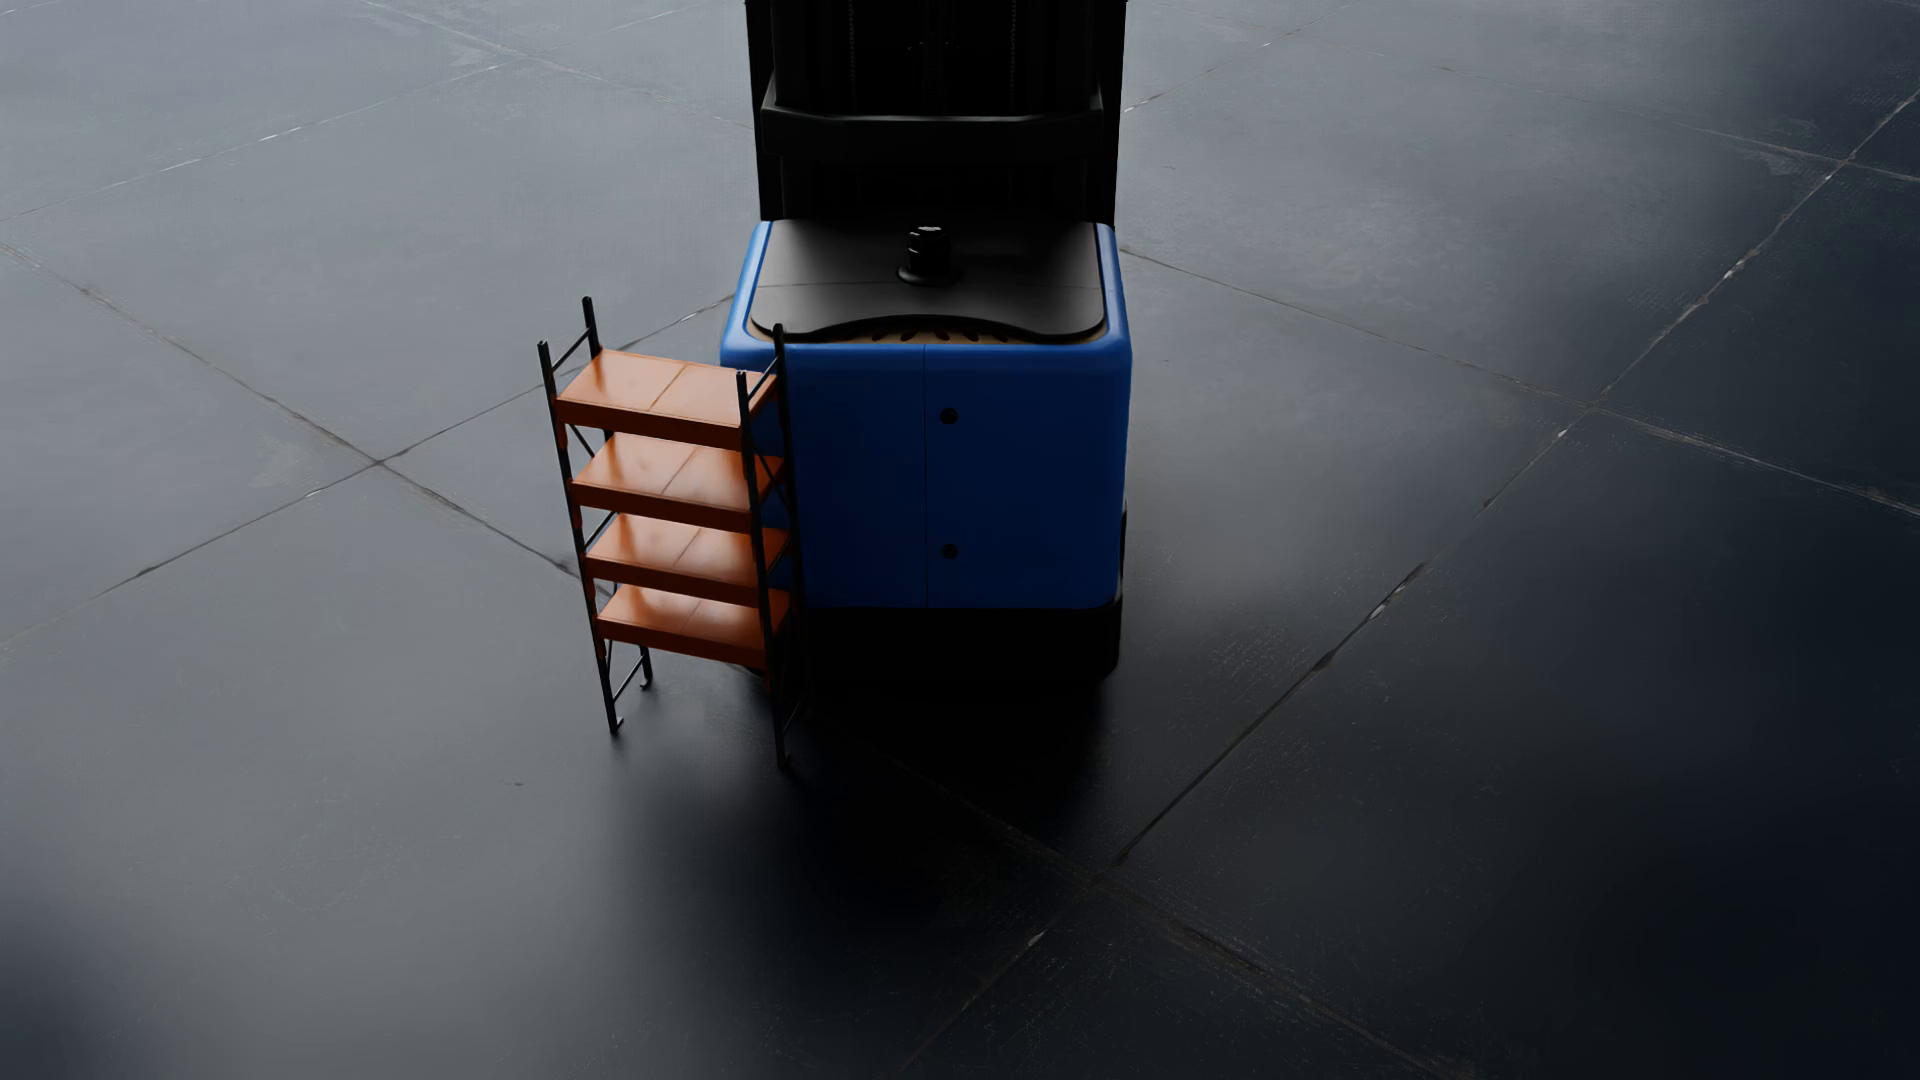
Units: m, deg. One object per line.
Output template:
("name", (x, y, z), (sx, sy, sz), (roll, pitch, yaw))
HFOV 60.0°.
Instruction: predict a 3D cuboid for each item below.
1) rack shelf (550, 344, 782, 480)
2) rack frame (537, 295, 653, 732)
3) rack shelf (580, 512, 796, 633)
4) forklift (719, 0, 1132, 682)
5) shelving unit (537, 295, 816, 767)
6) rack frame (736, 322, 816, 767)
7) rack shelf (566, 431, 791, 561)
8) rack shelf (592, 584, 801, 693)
("rack shelf", (-0.684, -0.307, 3.935), (0.480, 0.148, 0.258), (10, 38, 14))
("rack frame", (-0.912, -0.032, 4.228), (0.015, 1.200, 0.240), (10, 38, 14))
("rack shelf", (-0.678, 0.061, 4.210), (0.480, 0.148, 0.258), (10, 38, 14))
("forklift", (-0.066, -1.619, 5.019), (1.130, 2.935, 3.031), (0, 34, 1))
("shelving unit", (-0.679, 0.008, 4.170), (0.503, 1.200, 0.258), (10, 38, 14))
("rack frame", (-0.445, 0.047, 4.111), (0.015, 1.200, 0.240), (10, 38, 14))
("rack shelf", (-0.681, -0.118, 4.076), (0.480, 0.148, 0.258), (10, 38, 14))
("rack shelf", (-0.676, 0.221, 4.329), (0.480, 0.148, 0.258), (10, 38, 14))
